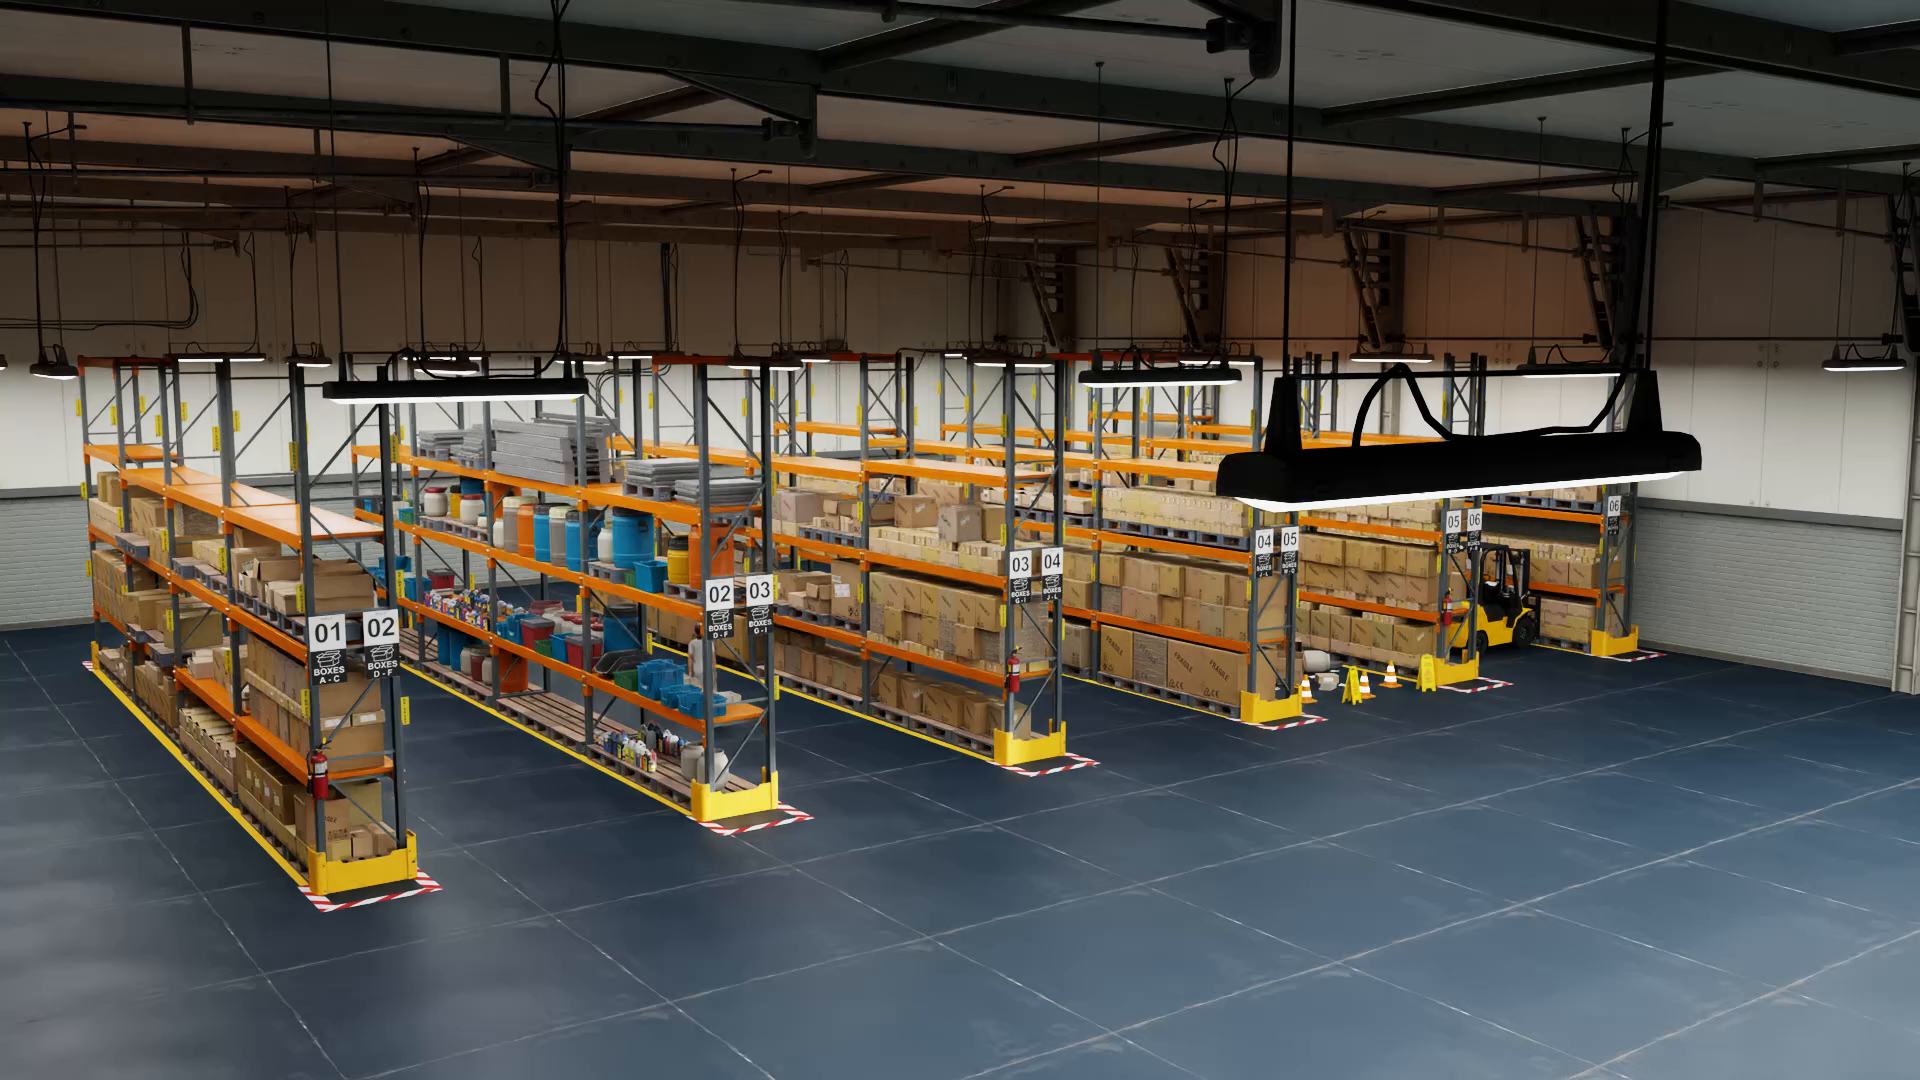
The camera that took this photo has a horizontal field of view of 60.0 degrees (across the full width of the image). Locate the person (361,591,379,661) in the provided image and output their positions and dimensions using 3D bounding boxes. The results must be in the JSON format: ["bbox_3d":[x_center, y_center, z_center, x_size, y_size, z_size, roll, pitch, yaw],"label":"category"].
[{"bbox_3d":[-11.488,1.576,32.035,0.588,1.698,1.117,-2,7,-16],"label":"person"}]

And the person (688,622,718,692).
[{"bbox_3d":[-4.236,2.314,27.387,0.482,1.424,0.472,-1,7,-6],"label":"person"}]
